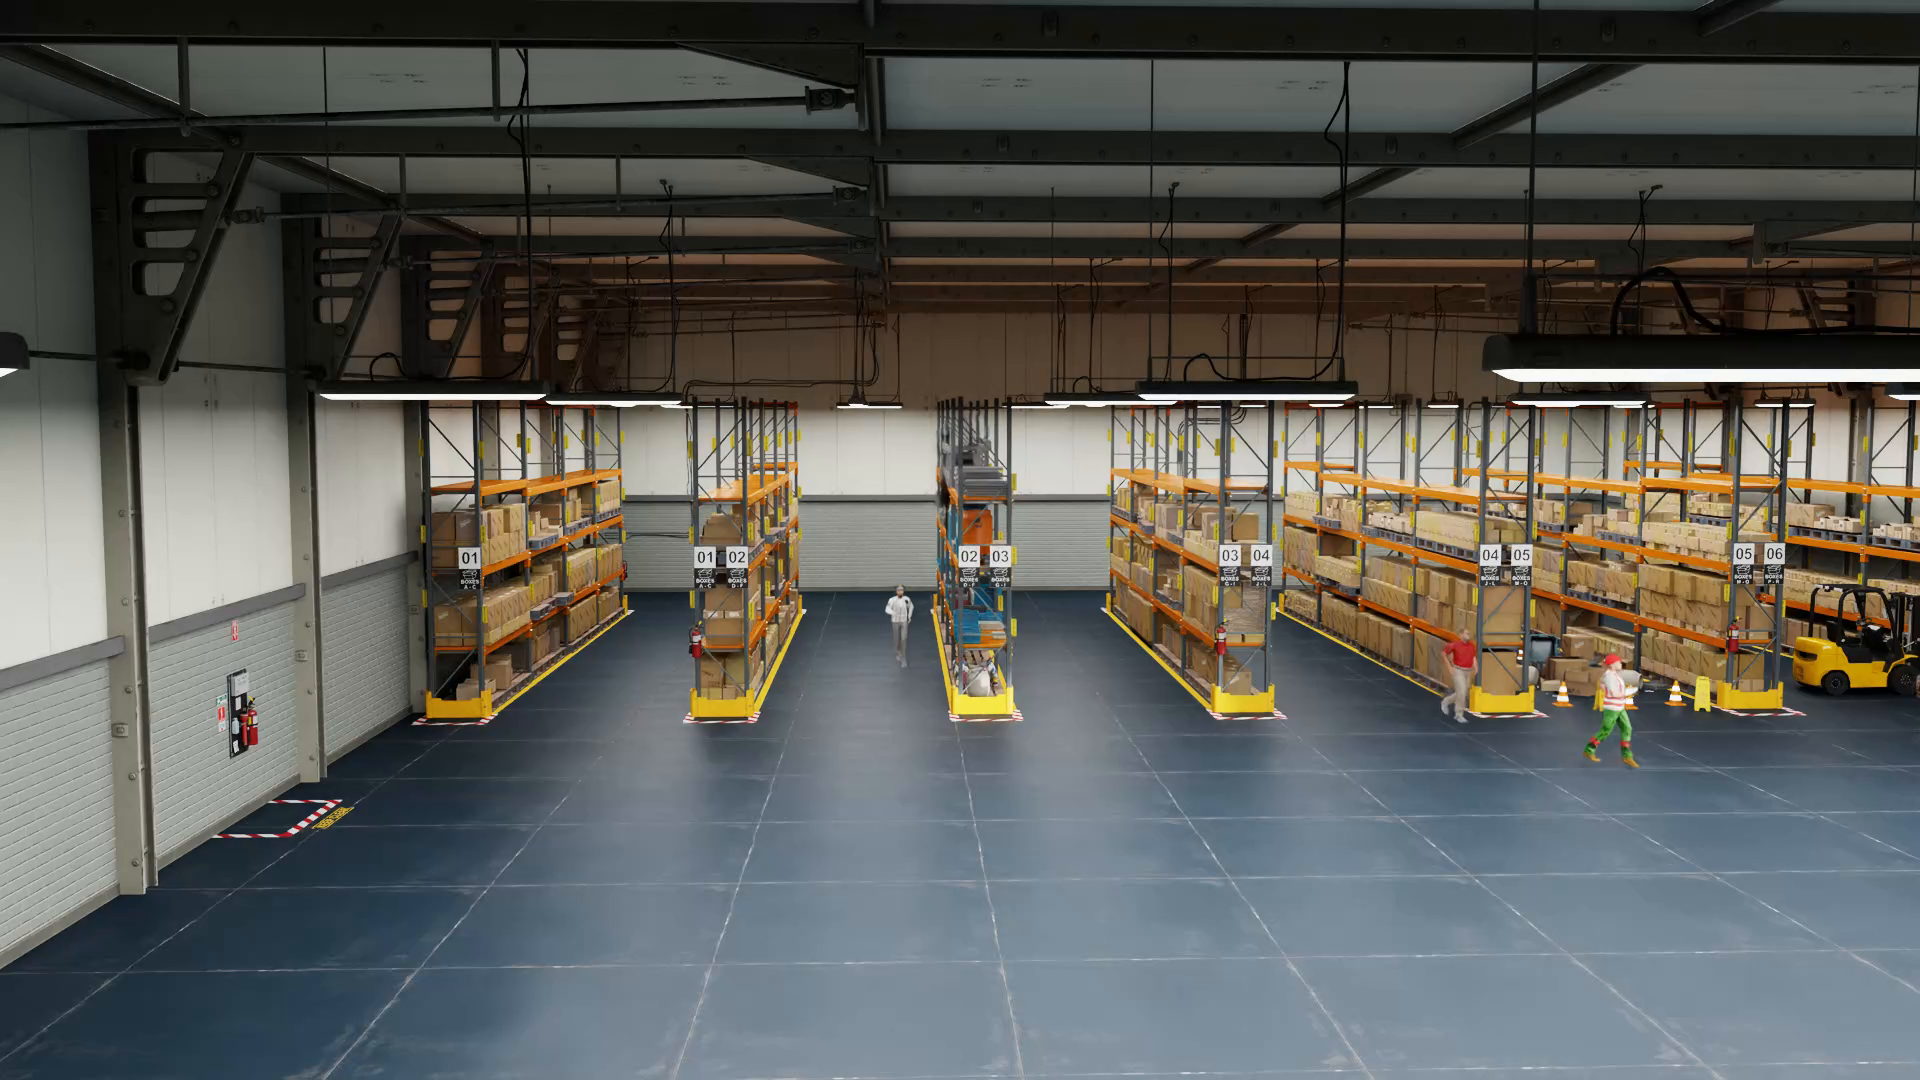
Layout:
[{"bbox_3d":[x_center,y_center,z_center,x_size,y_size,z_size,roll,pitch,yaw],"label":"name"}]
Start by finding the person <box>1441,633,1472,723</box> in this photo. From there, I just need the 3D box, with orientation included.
[{"bbox_3d":[9.282,2.535,30.935,0.417,1.649,0.745,-2,5,-28],"label":"person"}]

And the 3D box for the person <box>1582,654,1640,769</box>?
[{"bbox_3d":[10.509,2.743,26.779,0.869,1.828,0.653,3,5,33],"label":"person"}]

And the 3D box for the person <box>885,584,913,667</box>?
[{"bbox_3d":[-1.311,1.817,35.920,0.596,1.761,0.740,0,4,-2],"label":"person"}]
